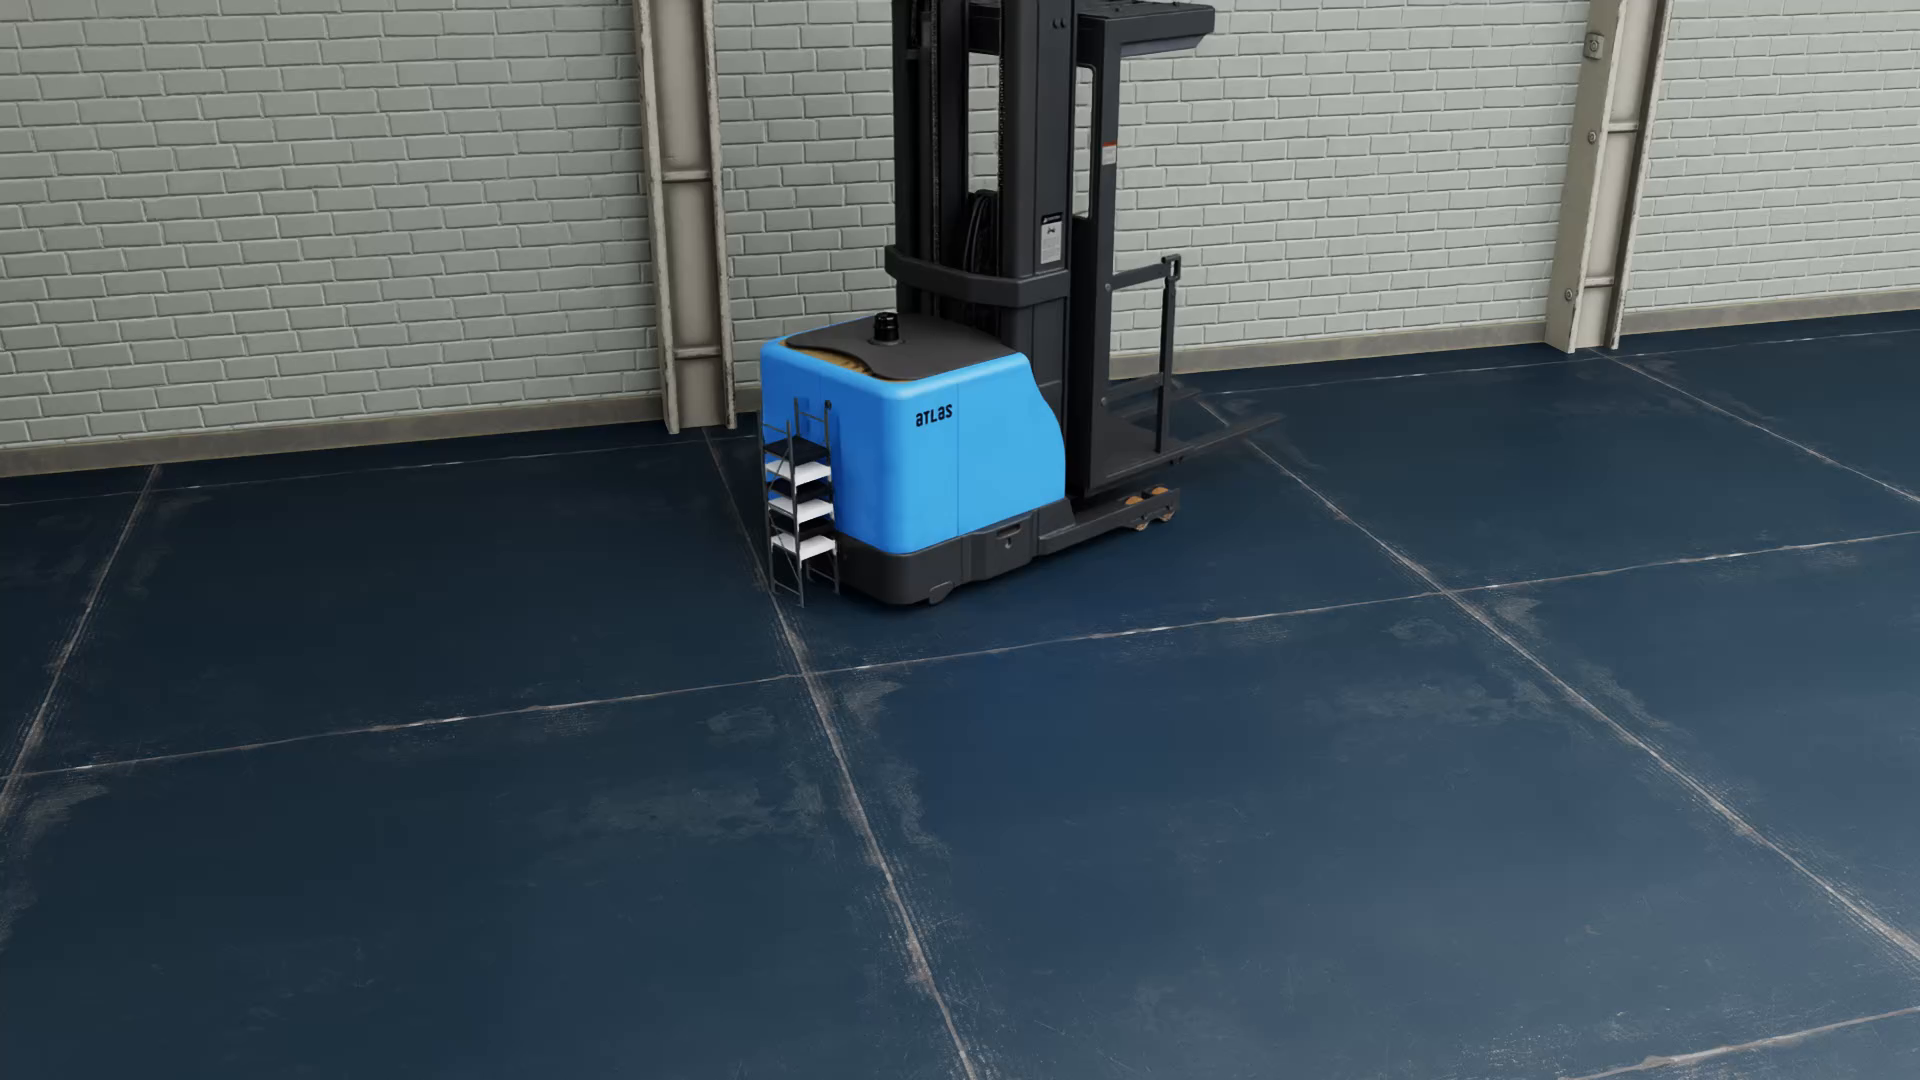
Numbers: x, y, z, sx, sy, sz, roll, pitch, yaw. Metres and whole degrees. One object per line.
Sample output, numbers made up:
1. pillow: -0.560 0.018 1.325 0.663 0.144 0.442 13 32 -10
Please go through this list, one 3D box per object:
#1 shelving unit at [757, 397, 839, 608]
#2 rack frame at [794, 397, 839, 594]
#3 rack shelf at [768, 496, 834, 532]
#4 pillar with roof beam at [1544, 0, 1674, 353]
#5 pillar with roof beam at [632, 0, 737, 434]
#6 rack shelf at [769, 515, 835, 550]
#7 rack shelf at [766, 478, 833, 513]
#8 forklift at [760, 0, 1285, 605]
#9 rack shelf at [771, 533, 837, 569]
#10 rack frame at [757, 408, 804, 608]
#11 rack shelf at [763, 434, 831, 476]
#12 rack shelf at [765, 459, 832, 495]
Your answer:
1. shelving unit: -0.726 -0.166 7.486 0.210 0.900 0.258 -22 31 -37
2. rack frame: -0.650 -0.196 7.547 0.006 0.900 0.240 -22 31 -37
3. rack shelf: -0.725 -0.135 7.500 0.200 0.077 0.258 -22 31 -37
4. pillar with roof beam: 5.396 -3.836 5.779 0.400 9.000 9.100 -6 24 -14
5. pillar with roof beam: -0.381 -3.197 4.289 0.400 9.000 9.100 -6 24 -14
6. rack shelf: -0.723 -0.053 7.537 0.200 0.077 0.258 -22 31 -37
7. rack shelf: -0.727 -0.217 7.462 0.200 0.077 0.258 -22 31 -37
8. forklift: 0.485 -1.532 8.102 3.031 2.935 1.130 -20 30 -39
9. rack shelf: -0.720 0.028 7.574 0.200 0.077 0.258 -22 31 -37
10. rack frame: -0.801 -0.136 7.425 0.006 0.900 0.240 -22 31 -37
11. rack shelf: -0.732 -0.381 7.387 0.200 0.077 0.258 -22 31 -37
12. rack shelf: -0.730 -0.299 7.425 0.200 0.077 0.258 -22 31 -37
